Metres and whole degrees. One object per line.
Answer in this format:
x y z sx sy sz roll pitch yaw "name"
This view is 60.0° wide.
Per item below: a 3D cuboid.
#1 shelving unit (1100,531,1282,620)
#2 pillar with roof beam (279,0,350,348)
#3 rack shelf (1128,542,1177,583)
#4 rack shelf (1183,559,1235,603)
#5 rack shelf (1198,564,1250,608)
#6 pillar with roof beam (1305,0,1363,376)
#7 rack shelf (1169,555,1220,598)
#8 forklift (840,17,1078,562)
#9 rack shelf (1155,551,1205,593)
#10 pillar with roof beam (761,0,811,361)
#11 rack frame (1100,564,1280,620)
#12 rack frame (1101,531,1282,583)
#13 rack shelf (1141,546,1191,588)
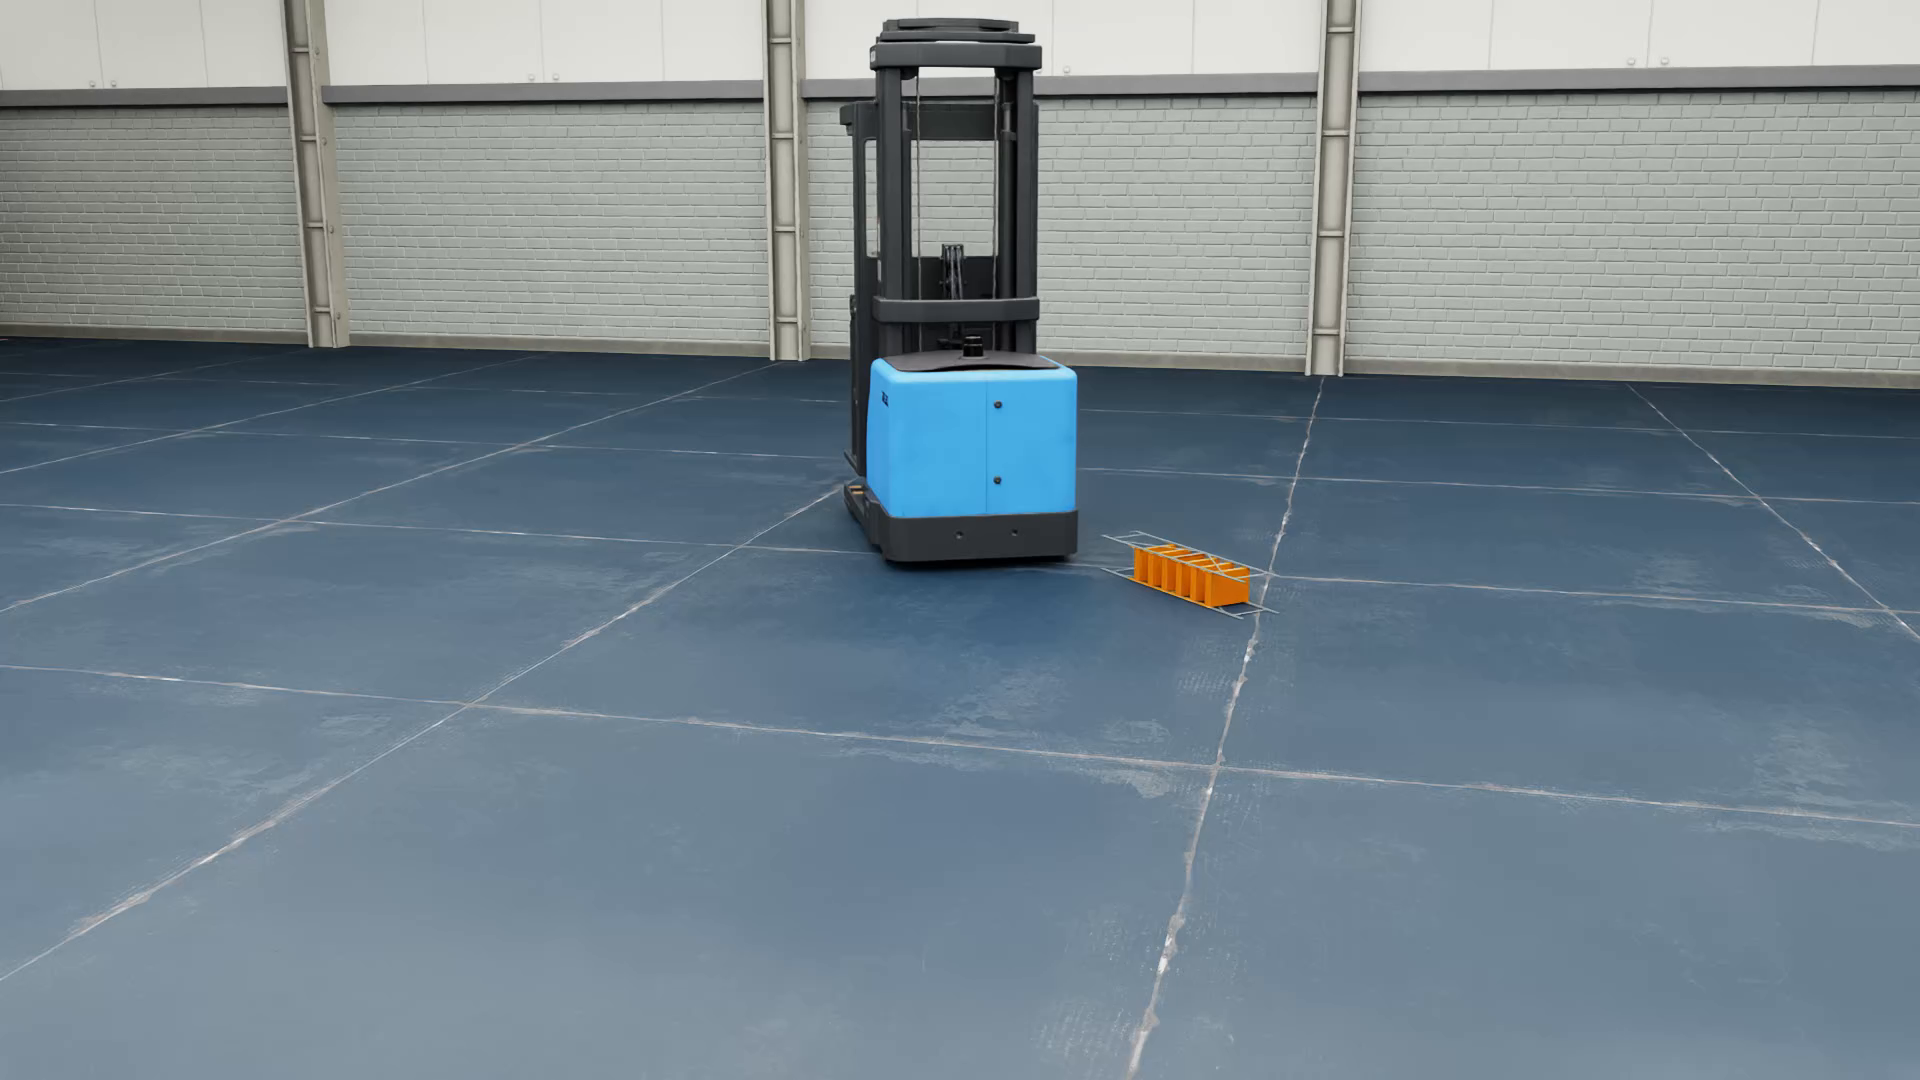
1.160 0.167 8.534 0.258 0.189 1.200 -7 14 -29 "shelving unit"
-8.801 -5.879 15.454 0.400 9.000 9.100 3 13 14 "pillar with roof beam"
1.019 0.113 8.776 0.258 0.180 0.103 -7 14 -29 "rack shelf"
1.256 0.204 8.368 0.258 0.180 0.103 -7 14 -29 "rack shelf"
1.315 0.226 8.266 0.258 0.180 0.103 -7 14 -29 "rack shelf"
2.849 -5.256 12.648 0.400 9.000 9.100 3 13 14 "pillar with roof beam"
1.197 0.181 8.470 0.258 0.180 0.103 -7 14 -29 "rack shelf"
-0.128 -1.583 10.100 1.130 2.935 3.031 -2 13 -10 "forklift"
1.138 0.159 8.572 0.258 0.180 0.103 -7 14 -29 "rack shelf"
-2.976 -5.567 14.051 0.400 9.000 9.100 3 13 14 "pillar with roof beam"
1.160 0.256 8.554 0.240 0.006 1.200 -7 14 -29 "rack frame"
1.160 0.078 8.515 0.240 0.006 1.200 -7 14 -29 "rack frame"
1.079 0.136 8.674 0.258 0.180 0.103 -7 14 -29 "rack shelf"
